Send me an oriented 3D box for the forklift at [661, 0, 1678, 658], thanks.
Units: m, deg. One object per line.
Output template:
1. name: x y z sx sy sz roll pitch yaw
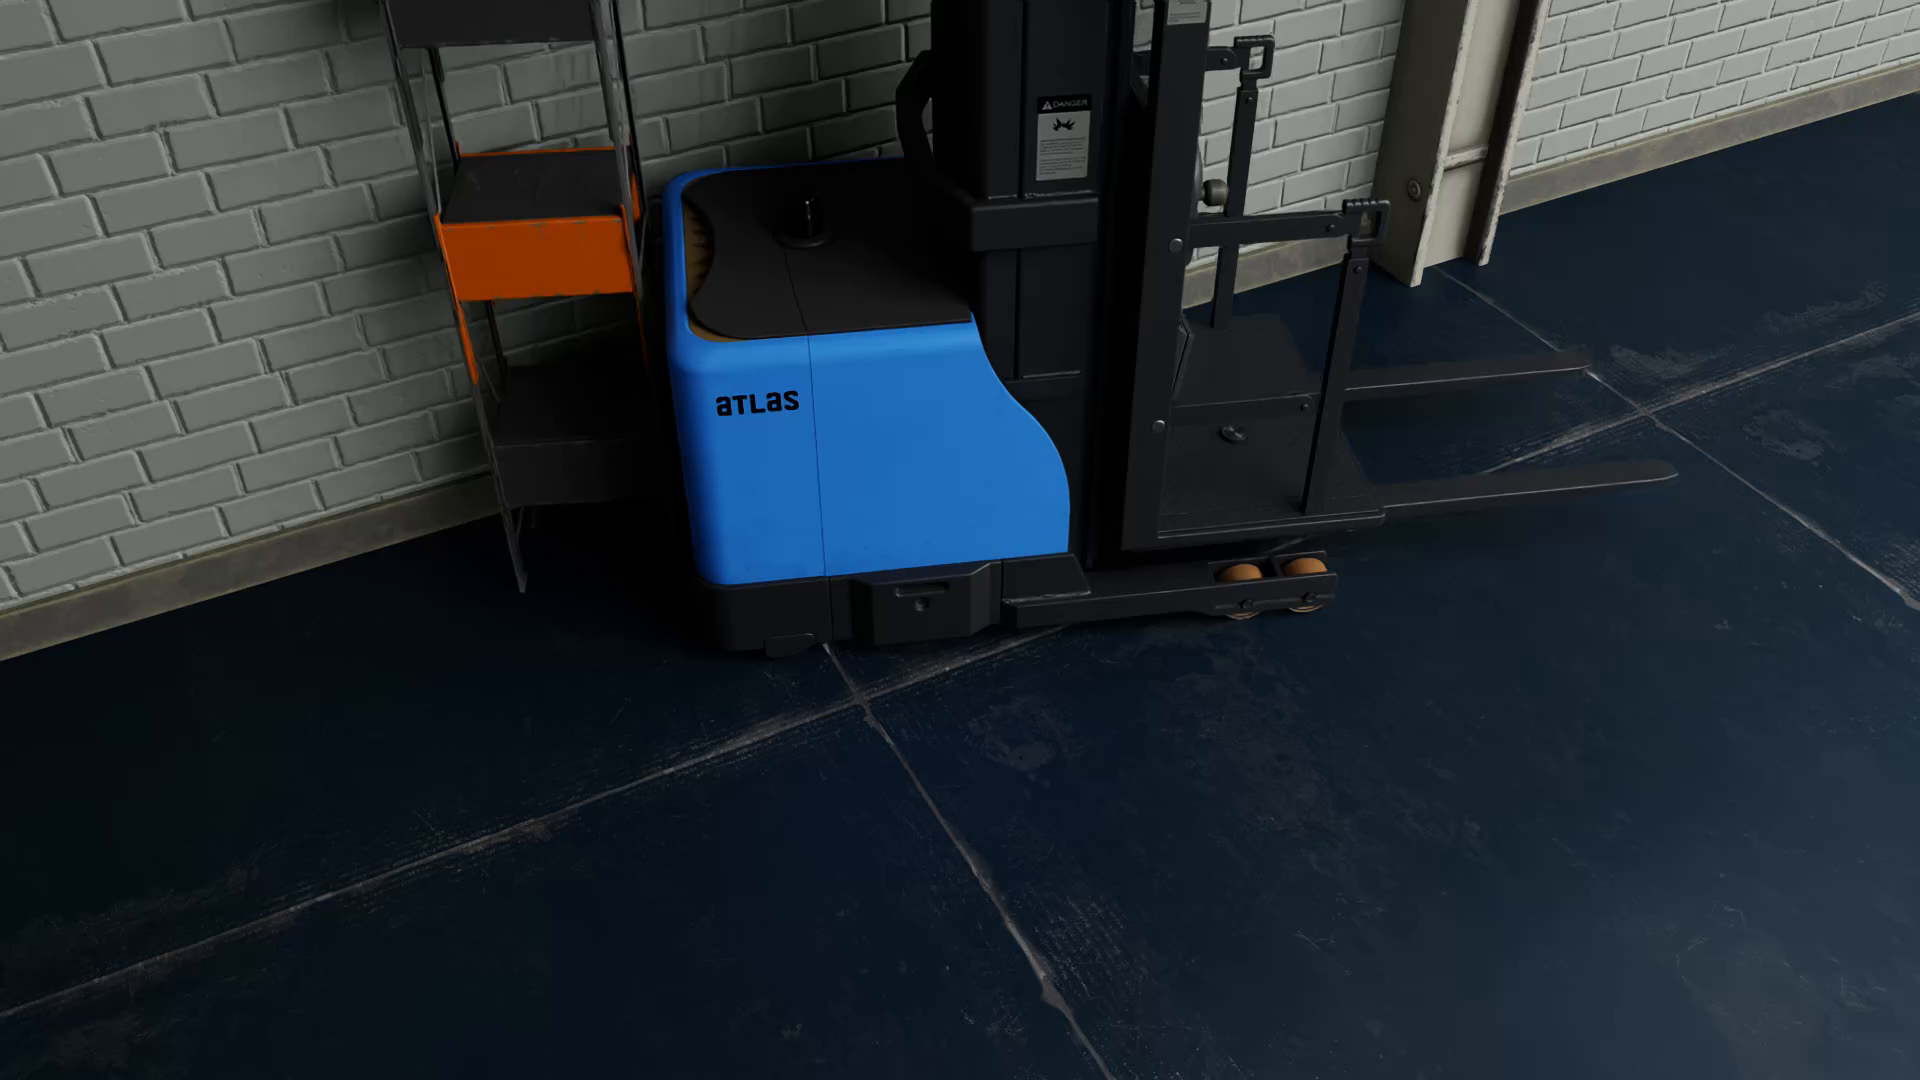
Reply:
1. forklift: 0.678 -1.217 4.419 3.031 2.935 1.130 -6 41 -7

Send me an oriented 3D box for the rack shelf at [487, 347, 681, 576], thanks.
1. rack shelf: -1.109 -0.238 5.007 0.480 0.518 0.431 -4 40 -4

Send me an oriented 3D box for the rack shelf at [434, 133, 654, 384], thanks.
1. rack shelf: -1.114 -0.772 4.554 0.480 0.518 0.431 -4 40 -4

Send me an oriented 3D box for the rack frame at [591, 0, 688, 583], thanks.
1. rack frame: -0.871 -0.798 4.562 0.015 2.100 0.400 -4 40 -4

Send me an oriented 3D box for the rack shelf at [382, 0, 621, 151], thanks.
1. rack shelf: -1.119 -1.305 4.101 0.480 0.518 0.431 -4 40 -4

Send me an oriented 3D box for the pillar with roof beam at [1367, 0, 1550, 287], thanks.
1. pillar with roof beam: 3.824 -2.087 0.750 0.400 9.000 9.100 -19 44 -21

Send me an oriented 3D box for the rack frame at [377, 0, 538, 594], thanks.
1. rack frame: -1.357 -0.766 4.529 0.015 2.100 0.400 -4 40 -4

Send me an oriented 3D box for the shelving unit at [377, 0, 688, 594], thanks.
1. shelving unit: -1.114 -0.782 4.546 0.503 2.100 0.431 -4 40 -4
